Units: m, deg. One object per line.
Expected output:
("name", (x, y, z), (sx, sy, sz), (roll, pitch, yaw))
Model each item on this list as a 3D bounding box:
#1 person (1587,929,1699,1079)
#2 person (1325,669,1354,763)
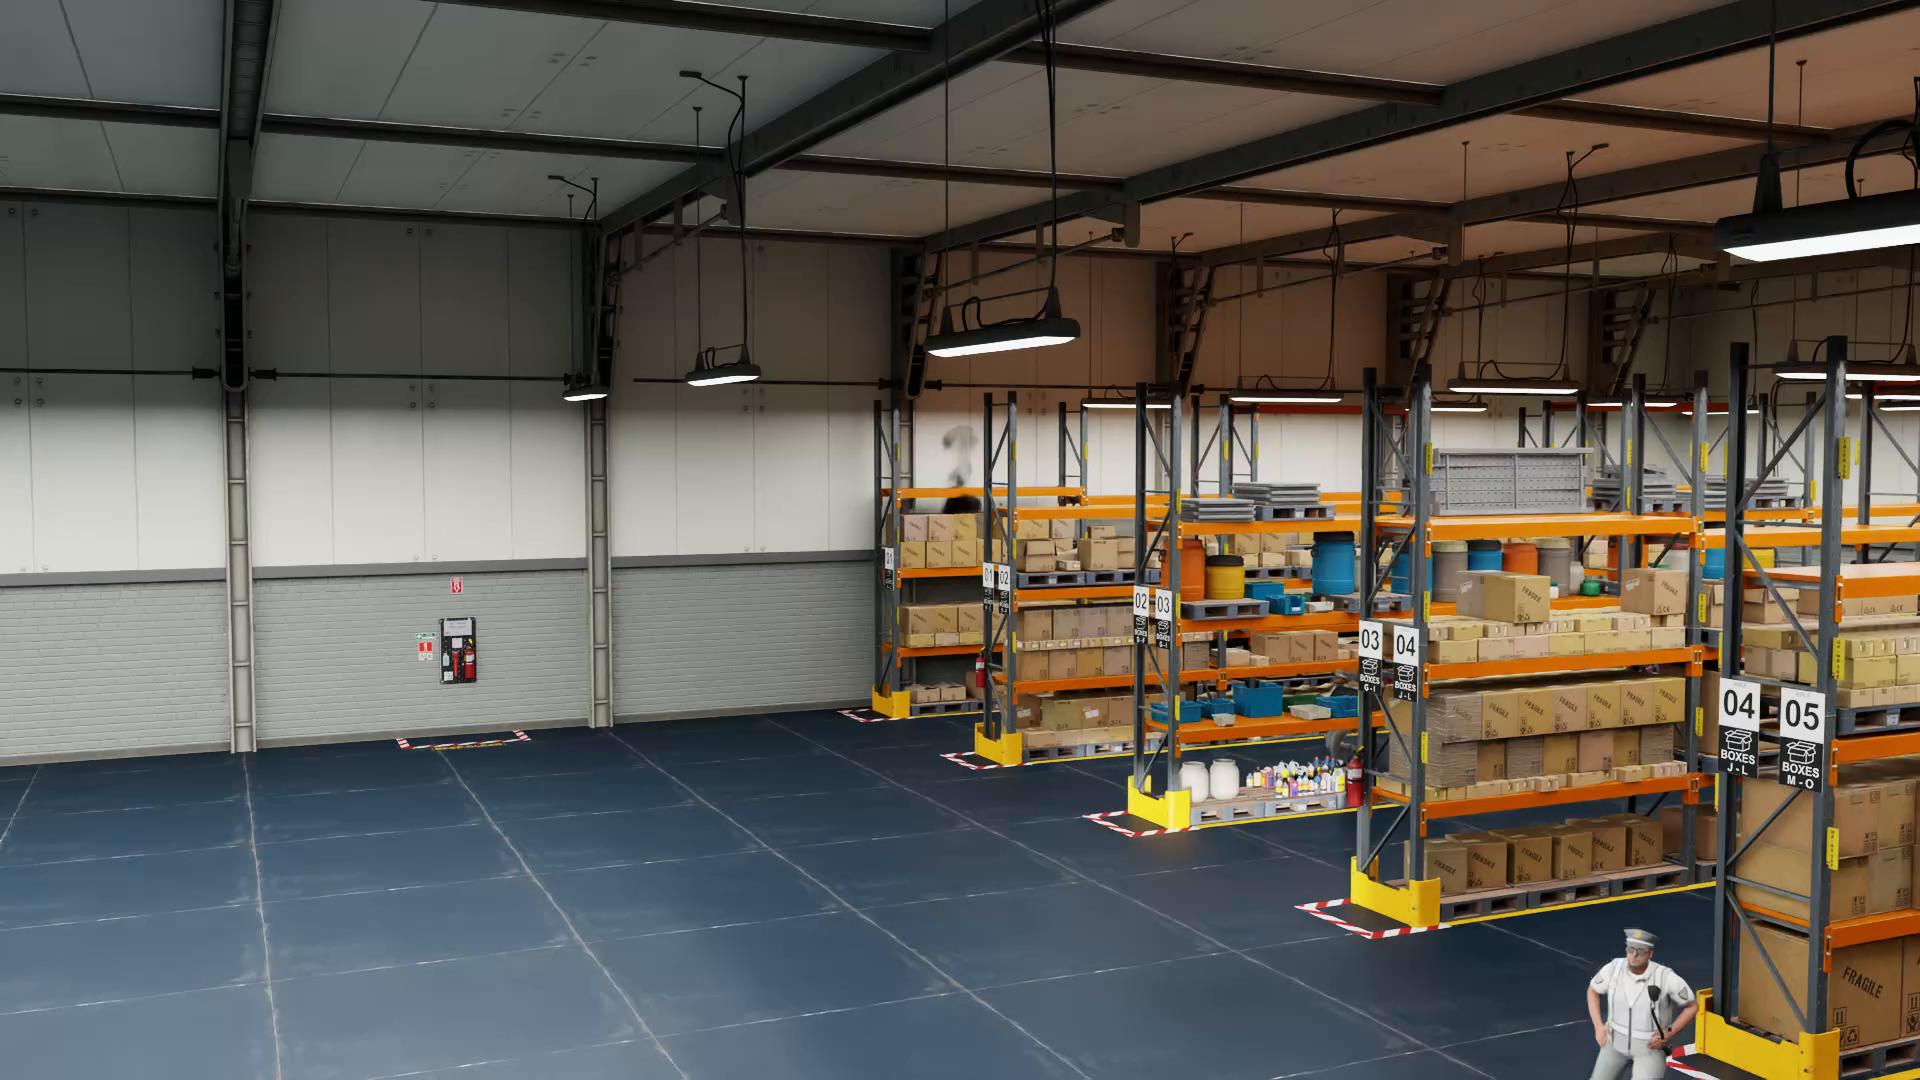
("person", (4.789, 3.621, 11.915), (0.904, 1.786, 0.757), (2, 4, 36))
("person", (5.980, 2.833, 26.004), (0.604, 1.667, 0.585), (-2, 4, -30))
